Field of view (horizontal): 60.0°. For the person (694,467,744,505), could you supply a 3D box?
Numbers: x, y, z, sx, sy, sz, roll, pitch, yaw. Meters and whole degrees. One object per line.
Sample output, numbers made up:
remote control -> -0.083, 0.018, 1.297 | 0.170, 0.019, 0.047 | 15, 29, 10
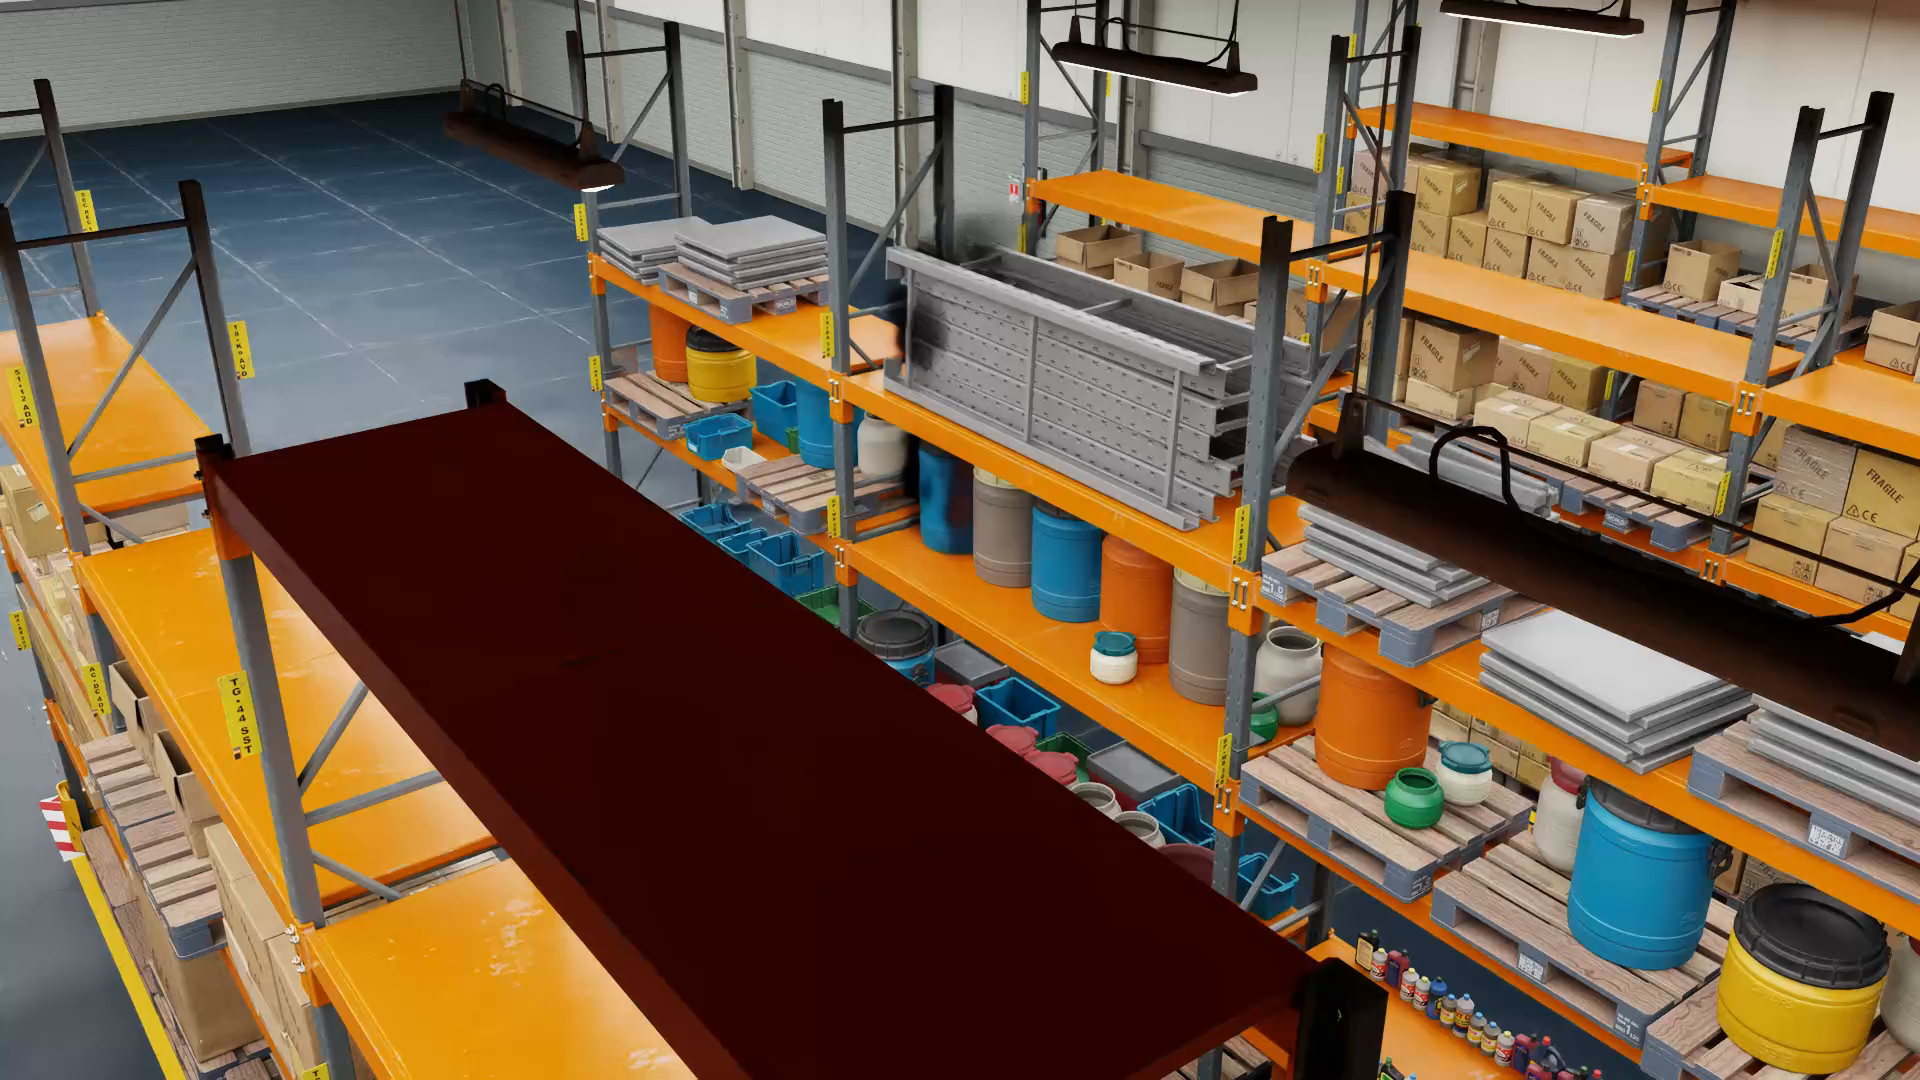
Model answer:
person -> -2.860, -1.168, 19.515 | 0.726, 1.742, 0.544 | -7, 26, -15
